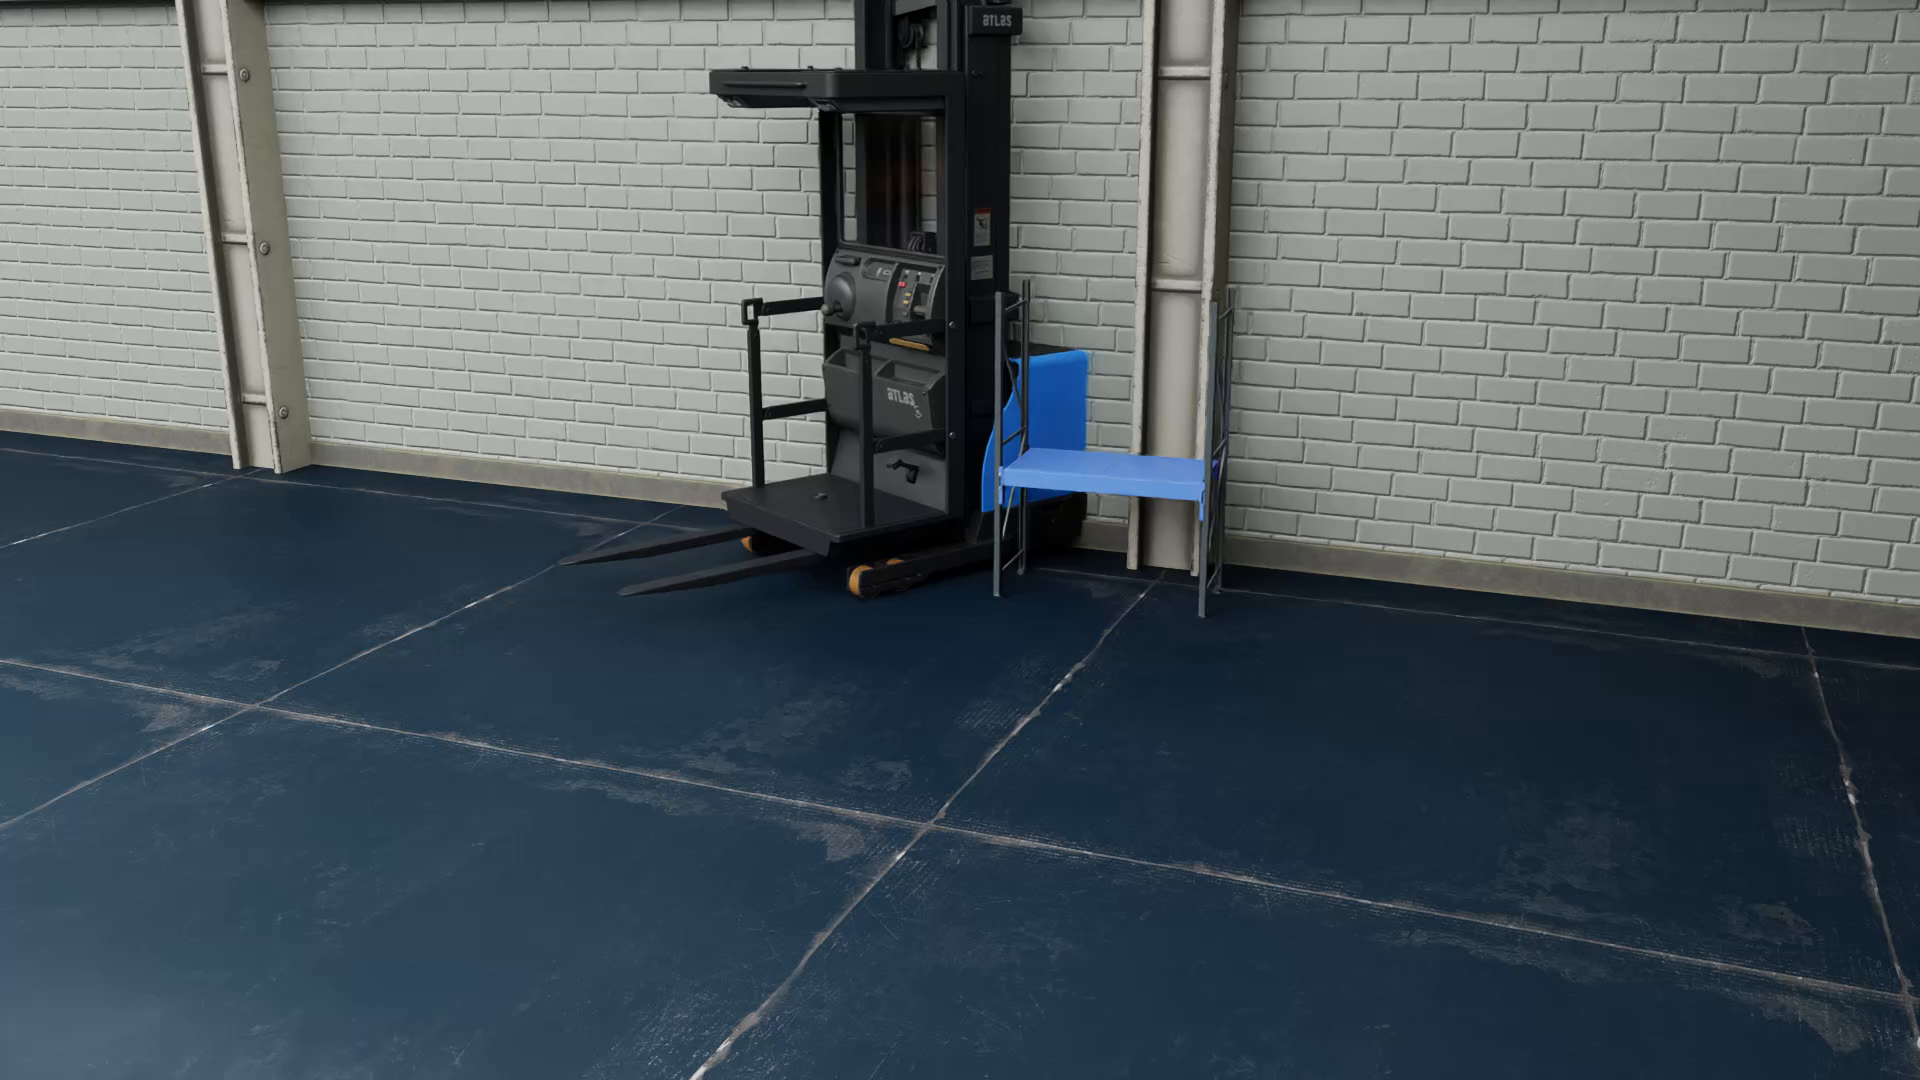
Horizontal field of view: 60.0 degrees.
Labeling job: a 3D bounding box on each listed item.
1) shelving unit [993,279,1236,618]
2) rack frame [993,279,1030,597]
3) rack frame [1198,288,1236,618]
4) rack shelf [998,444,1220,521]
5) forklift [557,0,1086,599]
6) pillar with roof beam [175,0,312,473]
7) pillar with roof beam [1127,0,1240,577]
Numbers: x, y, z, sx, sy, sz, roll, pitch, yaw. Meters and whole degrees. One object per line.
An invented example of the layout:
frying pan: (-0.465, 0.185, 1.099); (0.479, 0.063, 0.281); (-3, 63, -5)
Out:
shelving unit: (0.740, -0.461, 8.072); (1.048, 1.500, 0.538); (5, 17, 17)
rack frame: (0.257, -0.505, 8.223); (0.032, 1.500, 0.500); (5, 17, 17)
rack frame: (1.224, -0.417, 7.921); (0.032, 1.500, 0.500); (5, 17, 17)
rack shelf: (0.740, -0.289, 8.123); (1.000, 0.185, 0.538); (5, 17, 17)
forklift: (-0.555, -1.281, 8.329); (3.031, 2.935, 1.130); (-13, 20, -37)
pillar with roof beam: (-6.053, -3.691, 5.746); (0.400, 9.000, 9.100); (6, 17, 21)
pillar with roof beam: (-0.471, -3.077, 3.631); (0.400, 9.000, 9.100); (6, 17, 21)
